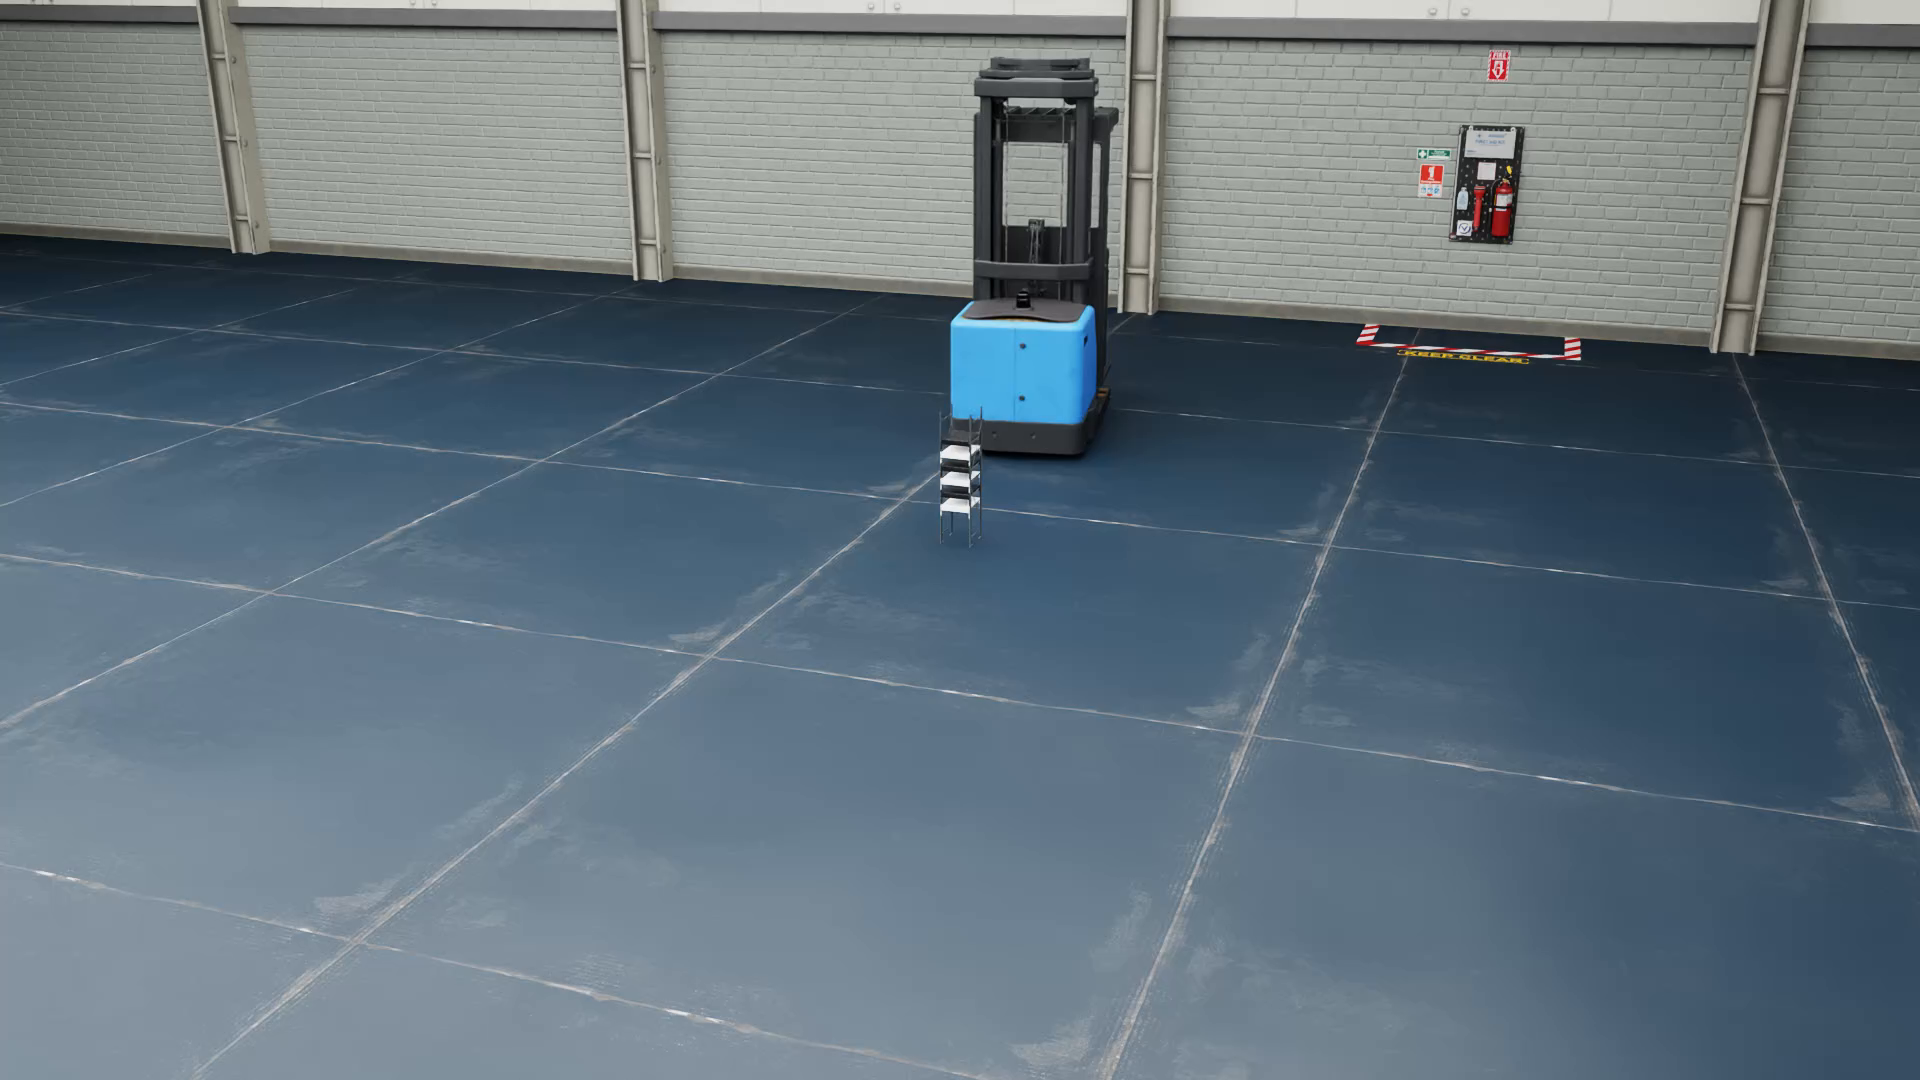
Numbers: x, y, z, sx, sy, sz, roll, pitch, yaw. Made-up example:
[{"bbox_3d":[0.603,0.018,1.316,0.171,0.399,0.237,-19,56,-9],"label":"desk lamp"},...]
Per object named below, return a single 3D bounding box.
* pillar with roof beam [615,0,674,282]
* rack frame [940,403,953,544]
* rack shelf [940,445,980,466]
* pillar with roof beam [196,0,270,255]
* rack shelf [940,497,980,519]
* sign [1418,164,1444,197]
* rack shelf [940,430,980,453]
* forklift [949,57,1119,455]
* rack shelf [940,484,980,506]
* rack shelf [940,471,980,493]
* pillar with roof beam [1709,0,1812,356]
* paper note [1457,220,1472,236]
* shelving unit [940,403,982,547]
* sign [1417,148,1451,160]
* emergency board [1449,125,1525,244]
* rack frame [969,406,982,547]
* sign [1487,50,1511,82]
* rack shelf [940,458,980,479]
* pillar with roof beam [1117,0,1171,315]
[{"bbox_3d":[-5.121,-6.078,14.840,0.400,9.000,9.100,7,20,18],"label":"pillar with roof beam"},{"bbox_3d":[-0.088,-0.435,10.957,0.006,0.900,0.240,7,20,18],"label":"rack frame"},{"bbox_3d":[0.008,-0.563,10.877,0.200,0.077,0.258,7,20,18],"label":"rack shelf"},{"bbox_3d":[-10.788,-6.726,16.700,0.400,9.000,9.100,7,20,18],"label":"pillar with roof beam"},{"bbox_3d":[0.008,-0.223,10.996,0.200,0.077,0.258,7,20,18],"label":"rack shelf"},{"bbox_3d":[4.817,-3.675,17.007,0.234,0.329,0.001,7,20,18],"label":"sign"},{"bbox_3d":[0.008,-0.648,10.848,0.200,0.077,0.258,7,20,18],"label":"rack shelf"},{"bbox_3d":[0.697,-2.484,13.749,1.130,2.935,3.031,4,20,10],"label":"forklift"},{"bbox_3d":[0.008,-0.308,10.966,0.200,0.077,0.258,7,20,18],"label":"rack shelf"},{"bbox_3d":[0.008,-0.393,10.937,0.200,0.077,0.258,7,20,18],"label":"rack shelf"},{"bbox_3d":[6.215,-4.781,11.122,0.400,9.000,9.100,7,20,18],"label":"pillar with roof beam"},{"bbox_3d":[5.161,-3.191,17.010,0.142,0.148,0.016,7,20,18],"label":"paper note"},{"bbox_3d":[0.008,-0.424,10.926,0.210,0.900,0.258,7,20,18],"label":"shelving unit"},{"bbox_3d":[4.819,-3.922,16.910,0.331,0.109,0.001,7,20,18],"label":"sign"},{"bbox_3d":[5.306,-3.566,16.749,0.643,1.169,0.194,7,20,18],"label":"emergency board"},{"bbox_3d":[0.104,-0.413,10.894,0.006,0.900,0.240,7,20,18],"label":"rack frame"},{"bbox_3d":[5.331,-4.692,16.459,0.199,0.298,0.001,7,20,18],"label":"sign"},{"bbox_3d":[0.008,-0.478,10.907,0.200,0.077,0.258,7,20,18],"label":"rack shelf"},{"bbox_3d":[0.547,-5.430,12.981,0.400,9.000,9.100,7,20,18],"label":"pillar with roof beam"}]
